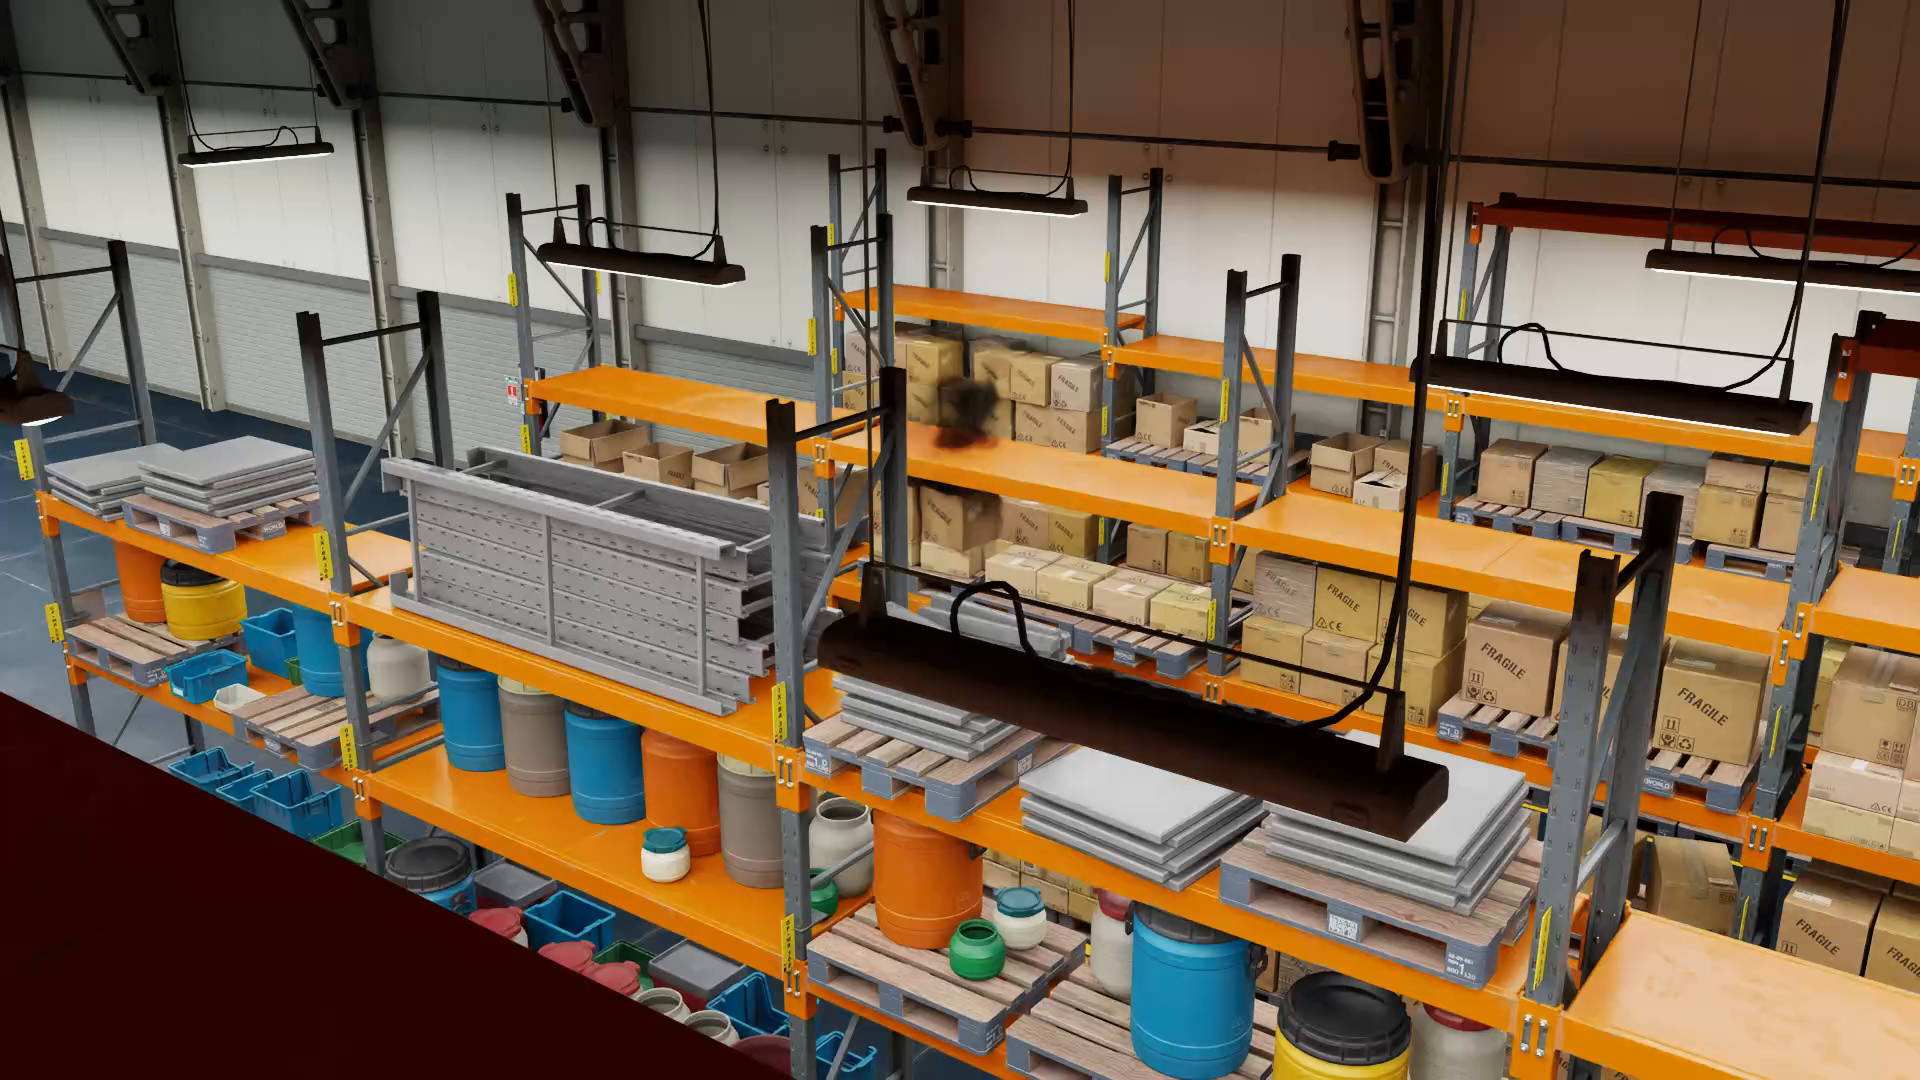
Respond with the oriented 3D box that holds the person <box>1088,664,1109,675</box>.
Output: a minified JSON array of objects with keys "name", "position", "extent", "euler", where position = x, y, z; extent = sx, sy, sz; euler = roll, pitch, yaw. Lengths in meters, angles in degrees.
[{"name":"person","position":[1.335,1.933,16.708],"extent":[0.572,1.608,0.571],"euler":[11,21,29]}]
